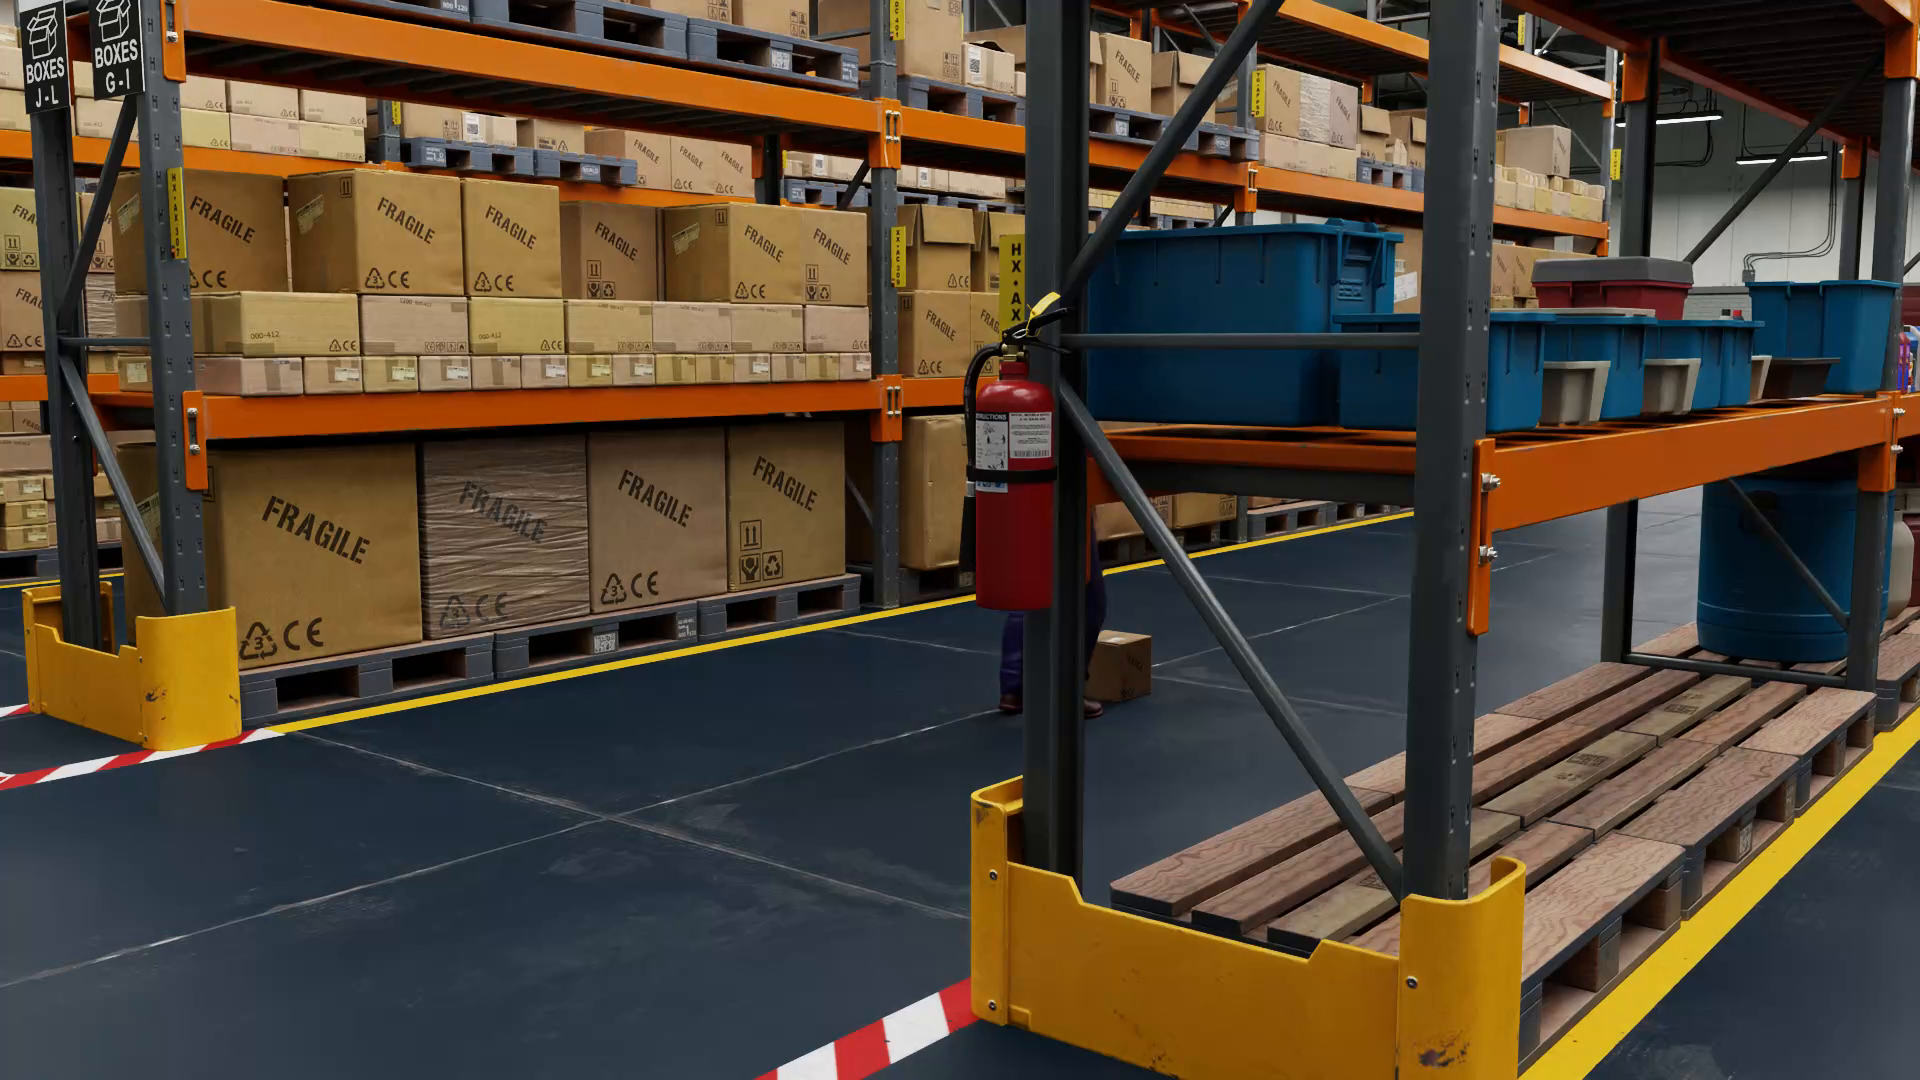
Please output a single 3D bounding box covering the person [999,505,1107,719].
[{"bbox_3d":[0.332,-0.082,6.720,0.496,1.607,0.391,6,9,40],"label":"person"}]
